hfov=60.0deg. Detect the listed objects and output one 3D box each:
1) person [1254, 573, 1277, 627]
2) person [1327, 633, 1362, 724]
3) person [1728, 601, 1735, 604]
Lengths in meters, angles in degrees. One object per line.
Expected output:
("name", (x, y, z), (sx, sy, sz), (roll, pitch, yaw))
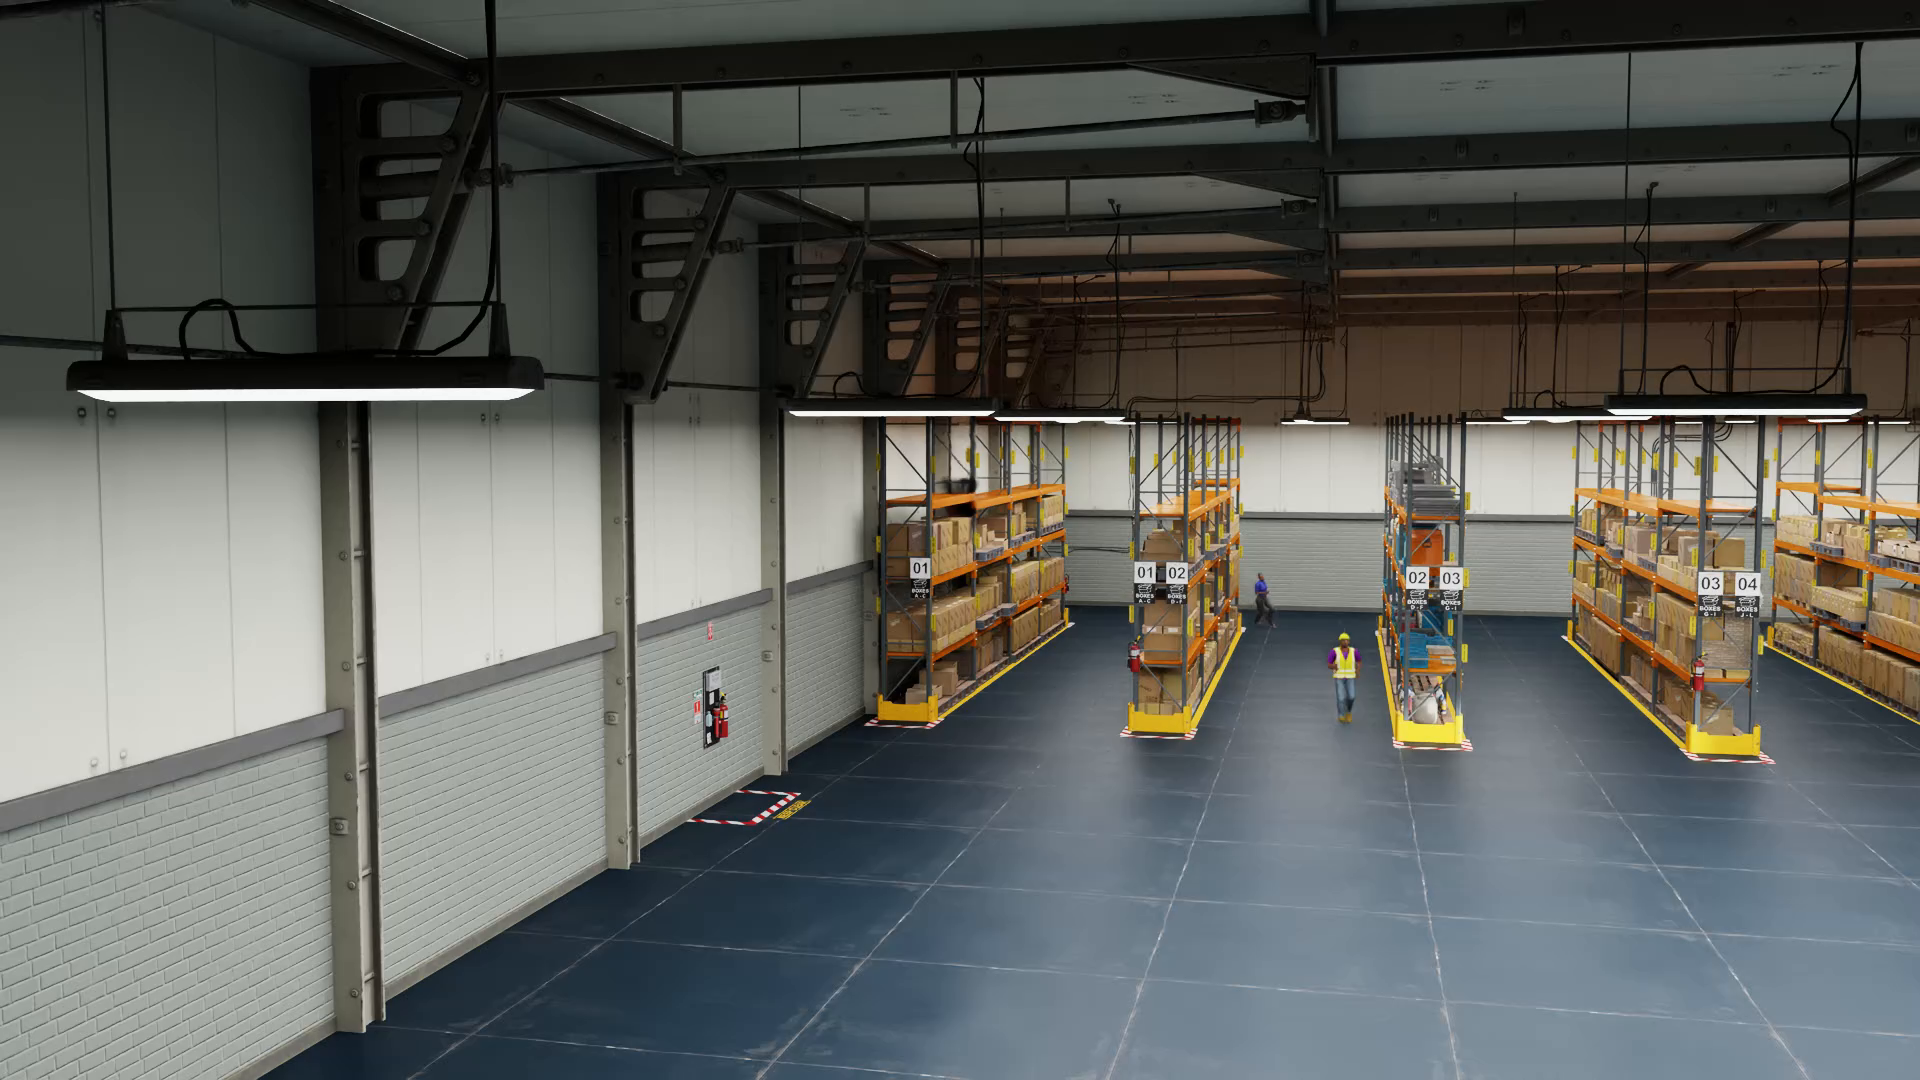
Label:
("person", (8.636, 1.723, 47.663), (0.752, 1.615, 0.702), (-4, 5, -43))
("person", (7.431, 2.678, 32.074), (0.681, 1.746, 0.622), (0, 4, 7))
("person", (19.960, 1.963, 43.470), (0.650, 1.681, 0.839), (3, 5, 36))
